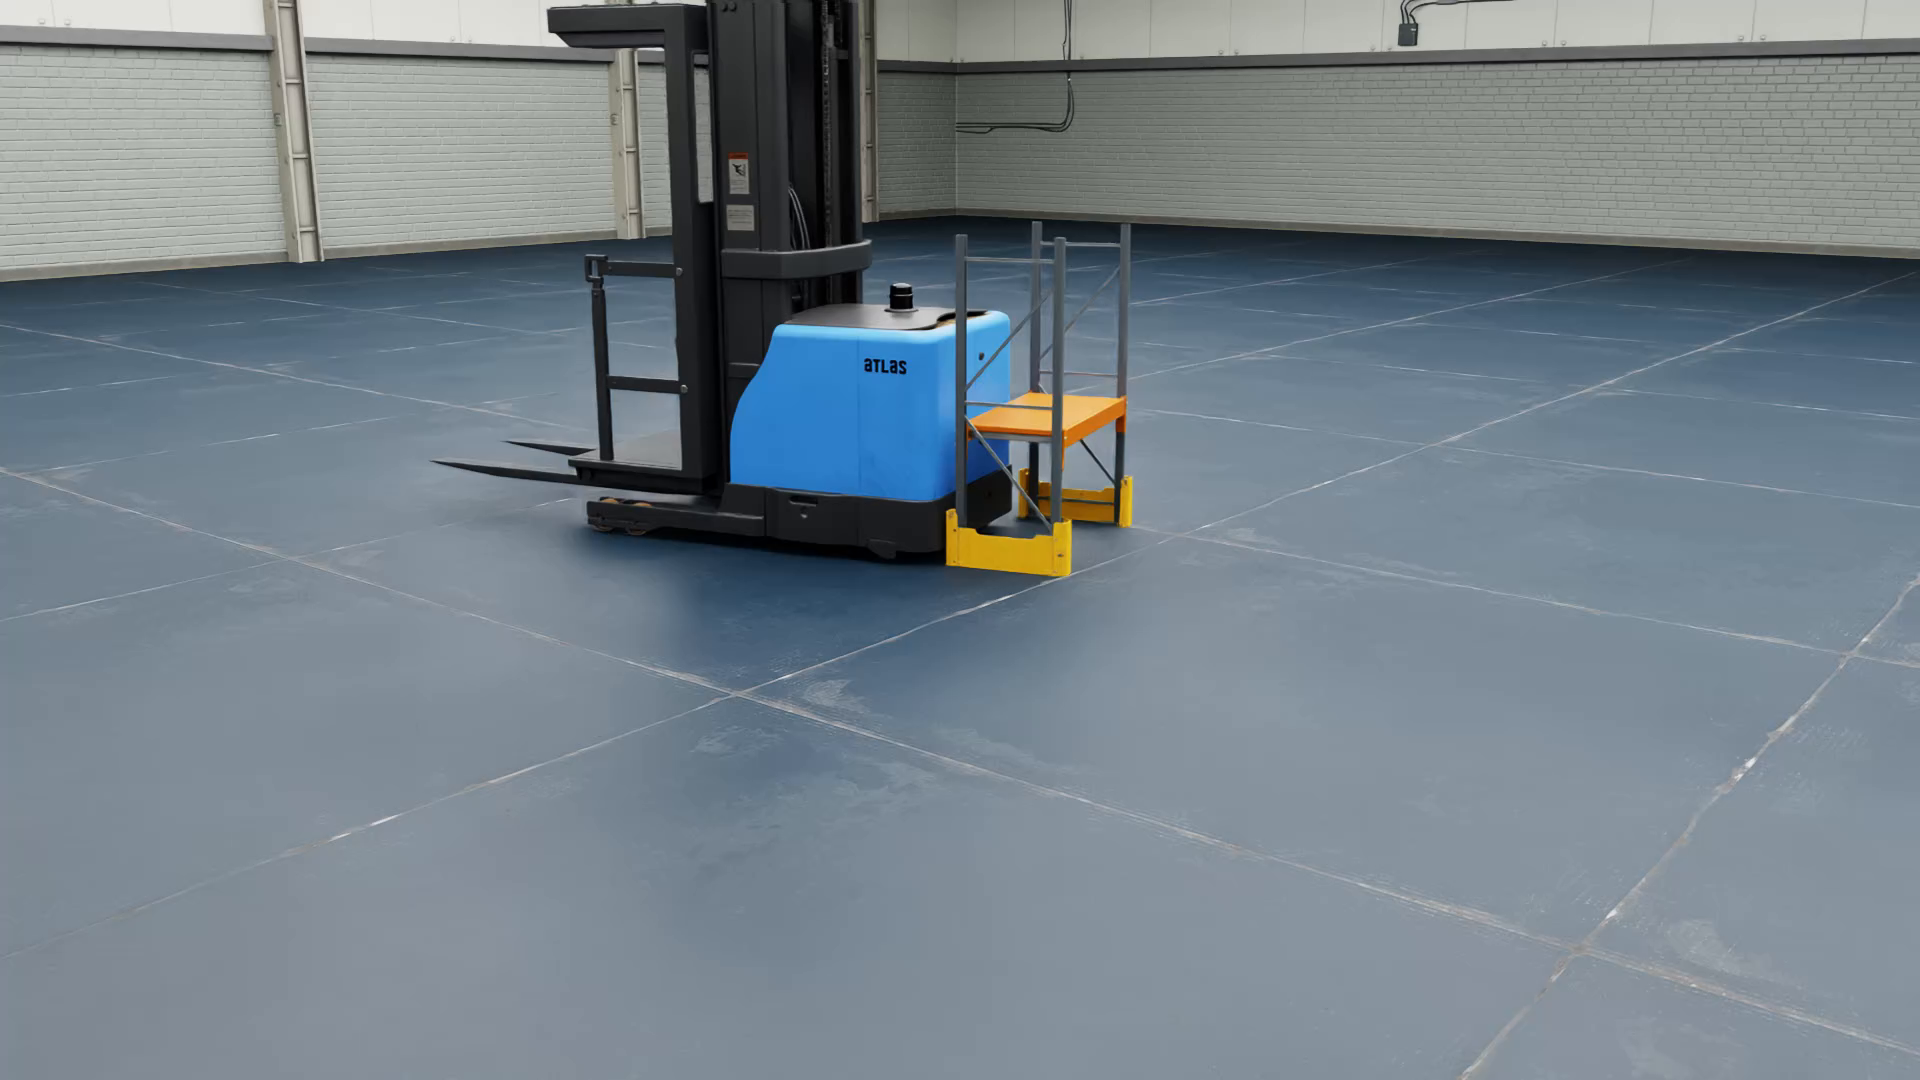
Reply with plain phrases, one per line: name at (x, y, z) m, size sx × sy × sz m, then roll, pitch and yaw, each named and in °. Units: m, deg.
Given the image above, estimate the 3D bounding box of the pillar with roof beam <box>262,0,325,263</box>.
pillar with roof beam at (-6.042, -7.700, 20.158) m, size 9.100 × 9.000 × 0.400 m, roll 11°, pitch 18°, yaw 38°

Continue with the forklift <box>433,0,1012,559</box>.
forklift at (-1.301, -1.552, 8.278) m, size 3.031 × 2.935 × 1.130 m, roll 6°, pitch 16°, yaw 23°

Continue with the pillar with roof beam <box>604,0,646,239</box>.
pillar with roof beam at (-2.271, -8.849, 24.681) m, size 9.100 × 9.000 × 0.400 m, roll 11°, pitch 18°, yaw 38°

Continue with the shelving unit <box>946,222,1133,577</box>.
shelving unit at (0.401, -0.708, 7.862) m, size 0.587 × 1.500 × 1.083 m, roll 6°, pitch 15°, yaw 21°

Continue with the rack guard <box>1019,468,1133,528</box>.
rack guard at (0.585, -0.216, 8.465) m, size 0.587 × 0.250 × 0.087 m, roll 6°, pitch 15°, yaw 21°

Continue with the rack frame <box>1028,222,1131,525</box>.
rack frame at (0.592, -0.826, 8.329) m, size 0.500 × 1.500 × 0.032 m, roll 6°, pitch 15°, yaw 21°

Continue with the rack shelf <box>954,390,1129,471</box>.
rack shelf at (0.405, -0.535, 7.915) m, size 0.538 × 0.185 × 1.000 m, roll 6°, pitch 15°, yaw 21°

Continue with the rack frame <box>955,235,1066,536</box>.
rack frame at (0.217, -0.593, 7.413) m, size 0.500 × 1.500 × 0.032 m, roll 6°, pitch 15°, yaw 21°

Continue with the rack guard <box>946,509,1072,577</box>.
rack guard at (0.218, 0.012, 7.568) m, size 0.587 × 0.250 × 0.087 m, roll 6°, pitch 15°, yaw 21°

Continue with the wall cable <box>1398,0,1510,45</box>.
wall cable at (8.406, -11.200, 27.028) m, size 2.305 × 6.003 × 0.169 m, roll 11°, pitch 18°, yaw 38°

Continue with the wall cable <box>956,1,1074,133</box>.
wall cable at (1.032, -9.519, 33.624) m, size 3.097 × 2.526 × 0.112 m, roll 11°, pitch 18°, yaw 38°

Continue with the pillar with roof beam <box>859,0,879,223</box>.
pillar with roof beam at (1.500, -9.998, 29.204) m, size 9.100 × 9.000 × 0.400 m, roll 11°, pitch 18°, yaw 38°
